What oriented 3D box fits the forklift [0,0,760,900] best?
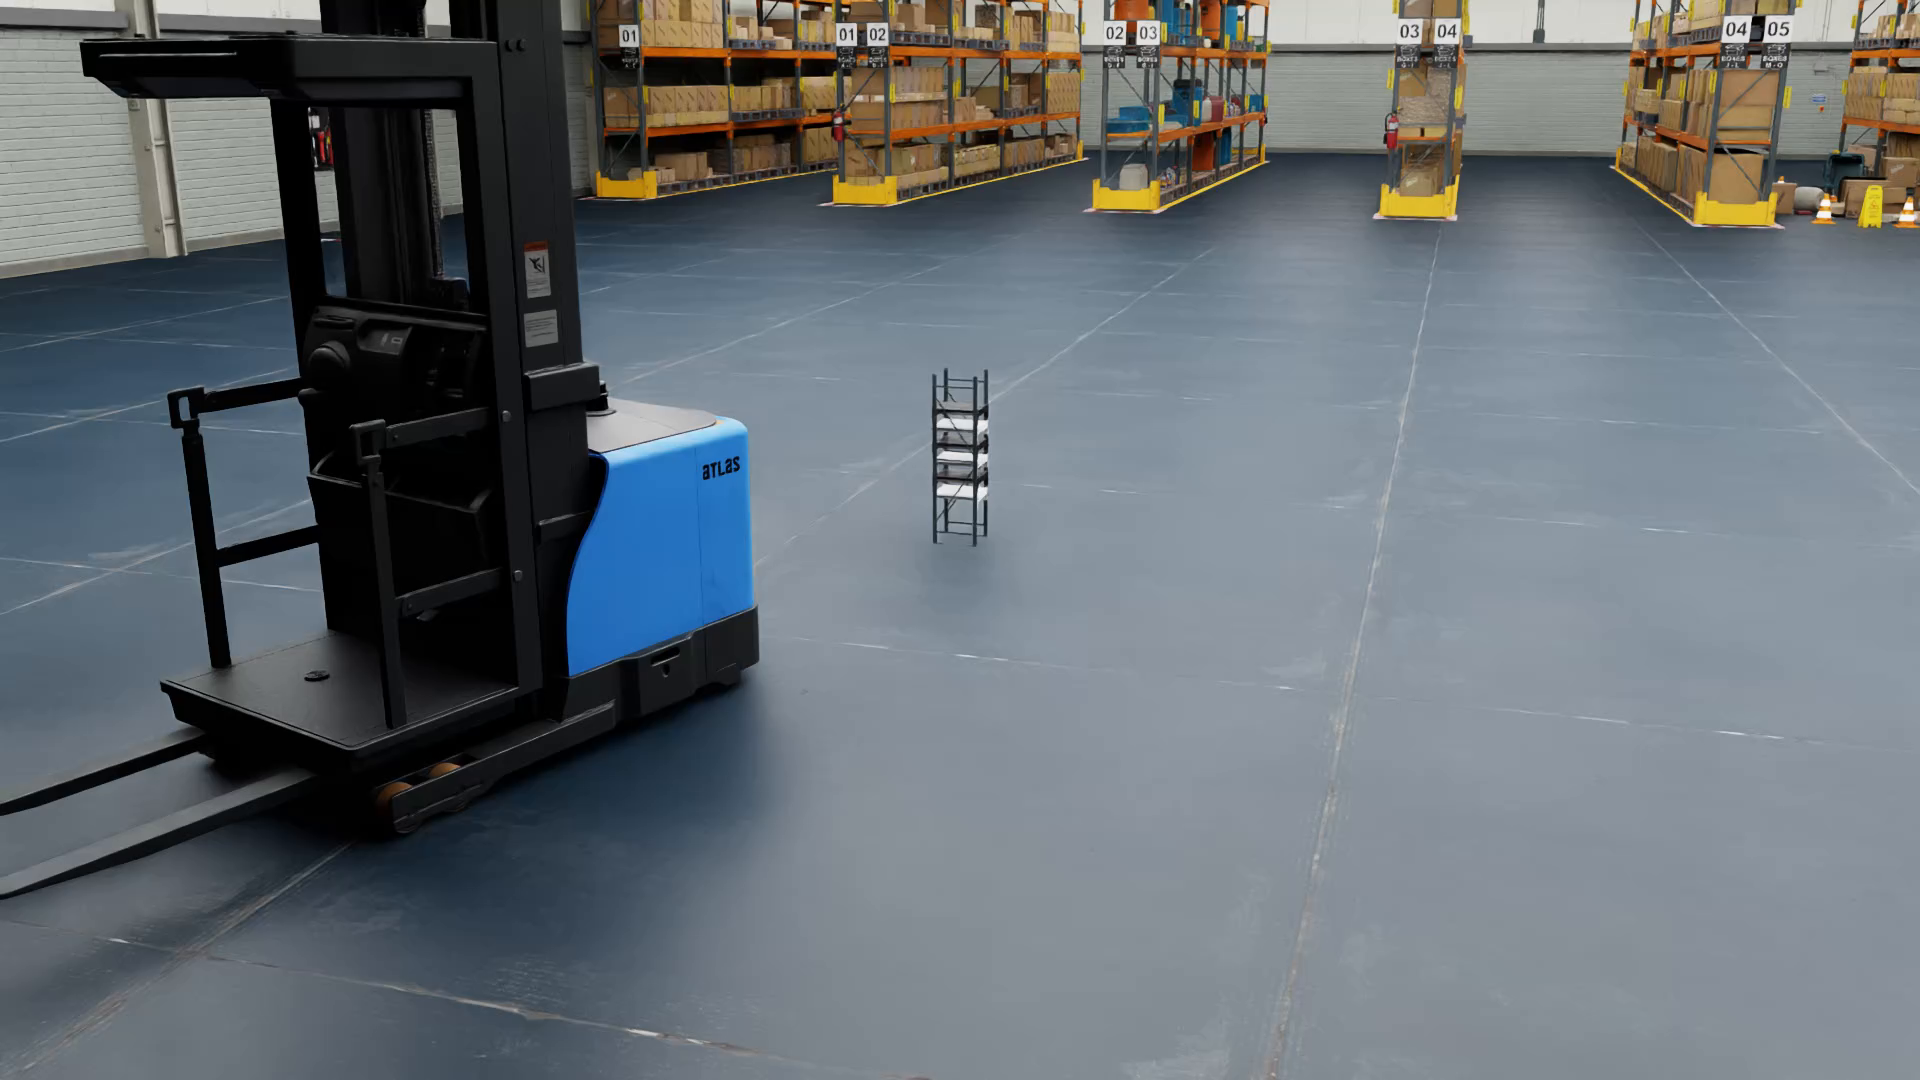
[{"bbox_3d":[-2.078,-0.598,5.566,1.130,2.935,3.031,11,19,33],"label":"forklift"}]

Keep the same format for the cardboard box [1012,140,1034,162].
[{"bbox_3d":[1.493,-9.464,40.473,0.500,0.500,0.500,5,17,17],"label":"cardboard box"}]

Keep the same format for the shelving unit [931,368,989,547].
[{"bbox_3d":[0.002,-0.435,8.714,0.258,0.900,0.210,5,16,16],"label":"shelving unit"}]

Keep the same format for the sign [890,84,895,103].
[{"bbox_3d":[-1.230,-8.137,30.287,0.100,0.325,0.005,5,16,16],"label":"sign"}]

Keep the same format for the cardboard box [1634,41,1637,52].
[{"bbox_3d":[16.483,-11.868,39.953,0.500,0.250,0.500,5,17,18],"label":"cardboard box"}]

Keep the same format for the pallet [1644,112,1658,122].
[{"bbox_3d":[15.260,-9.068,35.655,1.003,0.211,1.213,5,16,16],"label":"pallet"}]

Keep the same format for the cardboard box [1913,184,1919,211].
[{"bbox_3d":[16.765,-5.859,28.566,0.500,0.500,0.500,-10,19,-32],"label":"cardboard box"}]

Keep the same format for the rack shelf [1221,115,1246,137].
[{"bbox_3d":[5.829,-9.612,38.538,1.077,0.370,4.000,5,16,16],"label":"rack shelf"}]

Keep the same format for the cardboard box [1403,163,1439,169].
[{"bbox_3d":[8.565,-6.751,30.947,0.500,0.500,0.500,11,19,33],"label":"cardboard box"}]

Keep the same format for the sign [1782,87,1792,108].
[{"bbox_3d":[12.993,-6.956,26.126,0.100,0.325,0.005,5,16,16],"label":"sign"}]

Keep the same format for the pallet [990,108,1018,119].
[{"bbox_3d":[0.638,-9.910,38.623,1.213,0.211,1.003,5,16,16],"label":"pallet"}]

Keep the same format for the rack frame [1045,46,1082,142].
[{"bbox_3d":[2.786,-11.913,45.332,1.000,3.000,0.127,5,16,16],"label":"rack frame"}]

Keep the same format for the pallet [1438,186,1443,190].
[{"bbox_3d":[9.093,-6.866,32.650,1.003,0.211,1.213,5,16,16],"label":"pallet"}]

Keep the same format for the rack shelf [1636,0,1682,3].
[{"bbox_3d":[16.442,-12.748,38.606,1.077,0.370,4.000,5,16,16],"label":"rack shelf"}]

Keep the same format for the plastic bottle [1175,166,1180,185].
[{"bbox_3d":[4.218,-7.134,32.534,0.144,0.351,0.185,4,16,14],"label":"plastic bottle"}]

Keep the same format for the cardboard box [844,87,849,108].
[{"bbox_3d":[-3.126,-11.176,41.968,0.500,0.500,0.500,5,17,16],"label":"cardboard box"}]

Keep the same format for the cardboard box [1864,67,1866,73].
[{"bbox_3d":[21.035,-10.806,38.227,0.380,0.149,0.250,5,17,16],"label":"cardboard box"}]

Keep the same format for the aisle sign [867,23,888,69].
[{"bbox_3d":[-1.486,-8.936,30.074,0.394,0.787,0.004,5,16,16],"label":"aisle sign"}]

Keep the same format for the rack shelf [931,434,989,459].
[{"bbox_3d":[0.002,-0.490,8.699,0.258,0.077,0.200,5,16,16],"label":"rack shelf"}]

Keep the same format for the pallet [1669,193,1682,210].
[{"bbox_3d":[13.309,-6.058,29.802,1.003,0.211,1.213,5,16,16],"label":"pallet"}]

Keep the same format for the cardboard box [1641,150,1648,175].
[{"bbox_3d":[14.959,-8.106,35.724,0.500,0.500,0.500,4,16,13],"label":"cardboard box"}]

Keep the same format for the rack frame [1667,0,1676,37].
[{"bbox_3d":[14.736,-11.526,32.973,1.000,3.000,0.127,5,16,16],"label":"rack frame"}]

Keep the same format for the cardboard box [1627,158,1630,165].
[{"bbox_3d":[15.952,-8.916,39.222,0.380,0.149,0.250,5,16,16],"label":"cardboard box"}]

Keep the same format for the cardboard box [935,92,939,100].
[{"bbox_3d":[-0.640,-8.912,33.382,0.380,0.149,0.250,4,16,14],"label":"cardboard box"}]

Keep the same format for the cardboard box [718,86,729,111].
[{"bbox_3d":[-5.212,-9.307,35.009,0.500,0.500,0.500,5,16,16],"label":"cardboard box"}]

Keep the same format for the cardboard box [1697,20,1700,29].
[{"bbox_3d":[12.955,-8.898,28.713,0.380,0.149,0.250,4,16,15],"label":"cardboard box"}]

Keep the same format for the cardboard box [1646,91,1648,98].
[{"bbox_3d":[14.657,-9.375,34.985,0.380,0.149,0.250,5,17,18],"label":"cardboard box"}]

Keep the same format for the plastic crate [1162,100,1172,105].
[{"bbox_3d":[4.508,-9.066,35.179,0.402,0.464,0.583,5,16,16],"label":"plastic crate"}]

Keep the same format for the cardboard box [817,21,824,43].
[{"bbox_3d":[-3.756,-12.454,40.753,0.700,0.500,0.500,5,16,16],"label":"cardboard box"}]

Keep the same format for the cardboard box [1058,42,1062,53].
[{"bbox_3d":[2.314,-12.606,42.555,0.500,0.250,0.500,5,16,16],"label":"cardboard box"}]

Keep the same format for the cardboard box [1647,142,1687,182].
[{"bbox_3d":[14.477,-7.607,33.504,1.050,0.750,0.750,4,16,15],"label":"cardboard box"}]

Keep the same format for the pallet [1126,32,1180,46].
[{"bbox_3d":[3.316,-8.903,29.569,1.003,0.211,1.213,5,16,16],"label":"pallet"}]

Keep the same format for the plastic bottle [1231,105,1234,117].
[{"bbox_3d":[6.349,-10.066,39.047,0.152,0.276,0.135,5,16,16],"label":"plastic bottle"}]

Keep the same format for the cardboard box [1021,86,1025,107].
[{"bbox_3d":[1.207,-10.649,39.925,0.700,0.500,0.500,1,16,2],"label":"cardboard box"}]

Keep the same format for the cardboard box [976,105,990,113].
[{"bbox_3d":[0.368,-9.685,37.641,0.500,0.311,0.500,6,17,19],"label":"cardboard box"}]

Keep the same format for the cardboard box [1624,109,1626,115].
[{"bbox_3d":[16.604,-10.552,40.996,0.380,0.149,0.250,4,16,15],"label":"cardboard box"}]

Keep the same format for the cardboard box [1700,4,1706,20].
[{"bbox_3d":[12.908,-8.987,28.296,0.500,0.250,0.500,4,16,15],"label":"cardboard box"}]

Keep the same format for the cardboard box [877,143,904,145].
[{"bbox_3d":[-1.340,-7.654,33.214,0.500,0.500,0.500,5,16,16],"label":"cardboard box"}]

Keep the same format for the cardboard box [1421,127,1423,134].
[{"bbox_3d":[7.909,-7.188,29.136,0.380,0.149,0.250,5,16,16],"label":"cardboard box"}]

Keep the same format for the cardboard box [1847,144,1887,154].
[{"bbox_3d":[21.693,-9.164,39.567,0.875,0.438,0.875,4,16,14],"label":"cardboard box"}]

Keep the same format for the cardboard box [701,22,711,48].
[{"bbox_3d":[-5.437,-10.374,34.192,0.500,0.500,0.500,3,16,11],"label":"cardboard box"}]

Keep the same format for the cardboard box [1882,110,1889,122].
[{"bbox_3d":[20.270,-9.162,35.908,0.500,0.250,0.500,4,16,15],"label":"cardboard box"}]

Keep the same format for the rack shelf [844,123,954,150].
[{"bbox_3d":[-1.192,-7.904,32.516,1.077,0.370,4.000,5,16,16],"label":"rack shelf"}]

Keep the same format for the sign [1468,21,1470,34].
[{"bbox_3d":[12.800,-12.929,41.939,0.100,0.325,0.005,5,16,16],"label":"sign"}]

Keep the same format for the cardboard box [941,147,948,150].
[{"bbox_3d":[-0.498,-8.317,35.898,0.500,0.311,0.500,5,16,16],"label":"cardboard box"}]

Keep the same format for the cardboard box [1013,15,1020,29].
[{"bbox_3d":[1.059,-12.132,39.473,0.600,0.600,0.600,4,16,14],"label":"cardboard box"}]

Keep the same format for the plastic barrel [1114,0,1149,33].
[{"bbox_3d":[3.004,-9.330,29.173,0.600,0.830,0.708,5,16,16],"label":"plastic barrel"}]

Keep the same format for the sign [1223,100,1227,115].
[{"bbox_3d":[5.790,-9.472,36.429,0.100,0.325,0.005,5,16,16],"label":"sign"}]

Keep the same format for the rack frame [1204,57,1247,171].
[{"bbox_3d":[6.398,-10.481,40.284,1.000,3.000,0.127,5,16,16],"label":"rack frame"}]

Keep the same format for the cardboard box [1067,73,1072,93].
[{"bbox_3d":[2.638,-12.036,43.750,0.500,0.500,0.500,5,17,17],"label":"cardboard box"}]

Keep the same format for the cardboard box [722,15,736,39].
[{"bbox_3d":[-5.142,-10.986,35.616,0.500,0.500,0.500,7,17,24],"label":"cardboard box"}]

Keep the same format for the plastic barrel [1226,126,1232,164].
[{"bbox_3d":[6.227,-9.533,40.016,0.600,0.901,0.708,5,16,16],"label":"plastic barrel"}]
